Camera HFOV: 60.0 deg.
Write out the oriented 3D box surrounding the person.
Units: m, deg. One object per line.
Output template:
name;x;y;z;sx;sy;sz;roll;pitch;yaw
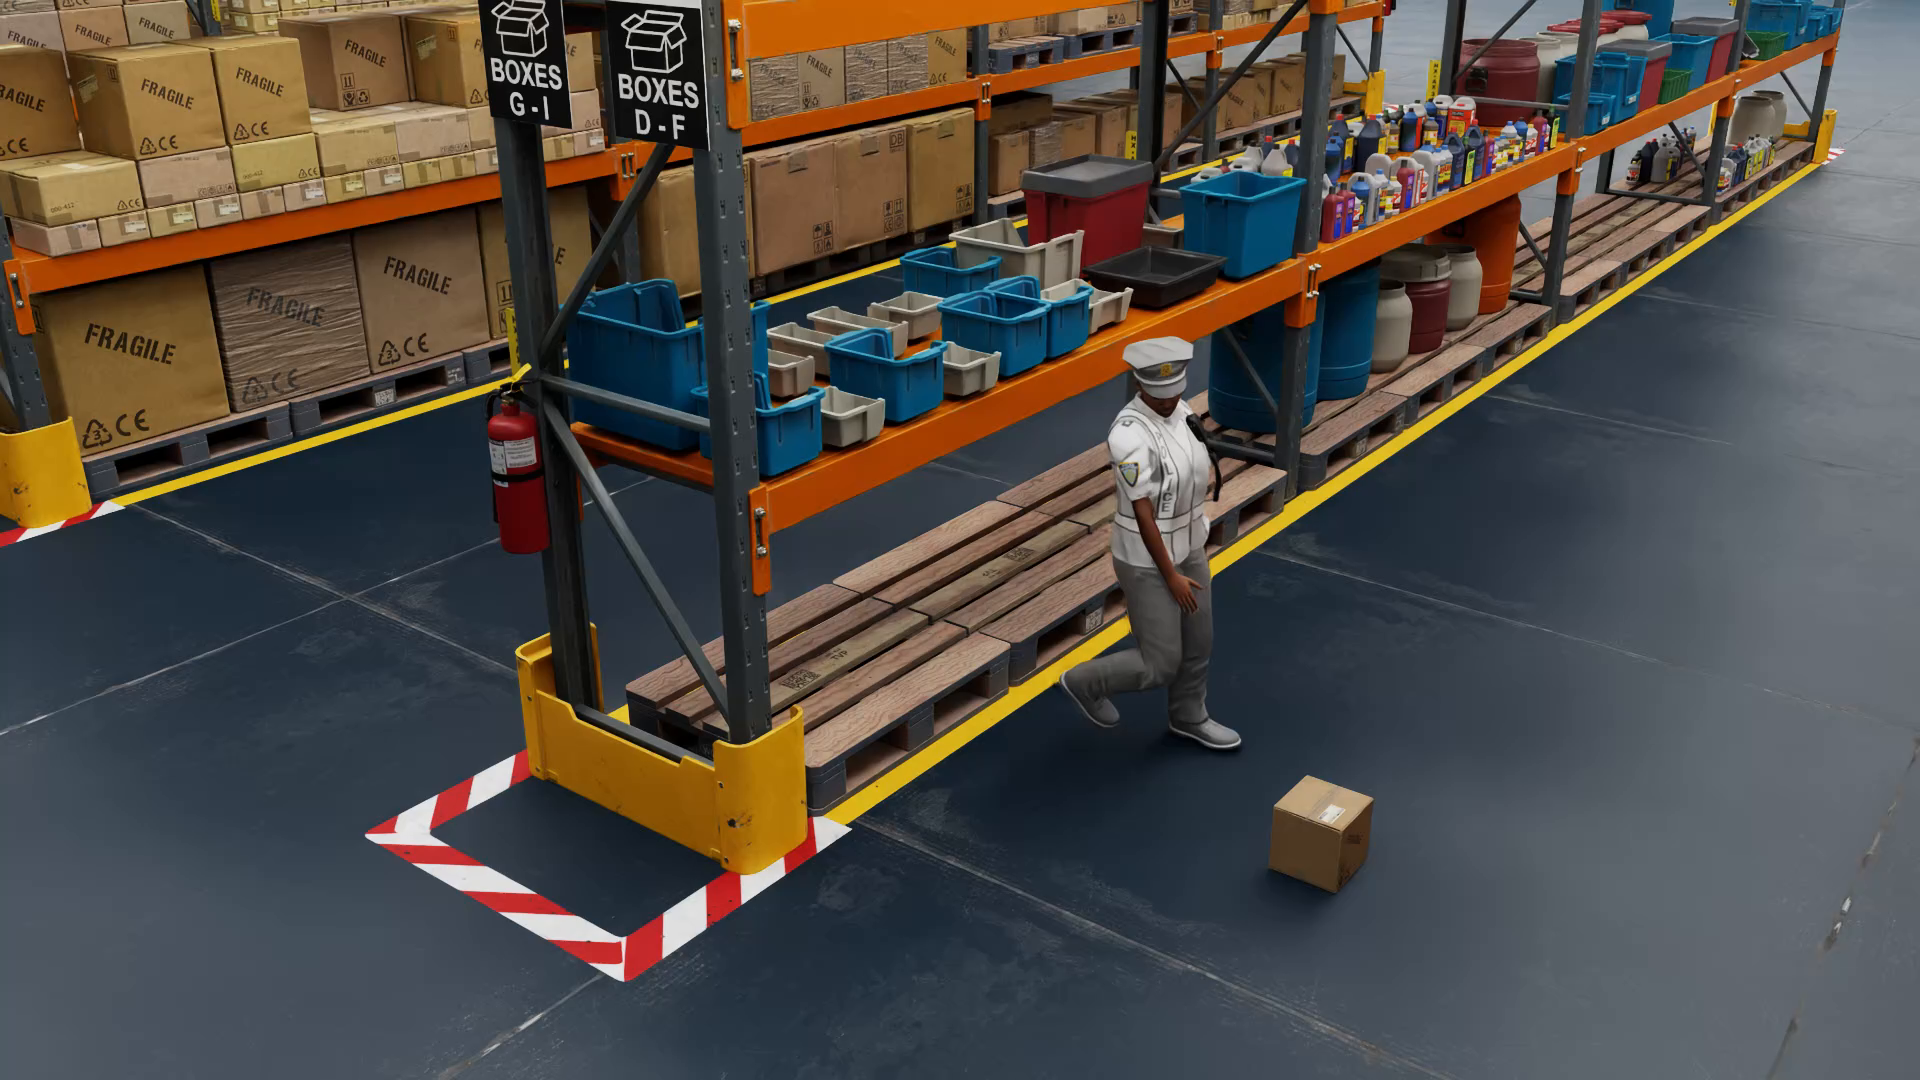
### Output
person;0.716;0.044;6.072;0.597;1.640;0.513;17;29;34
